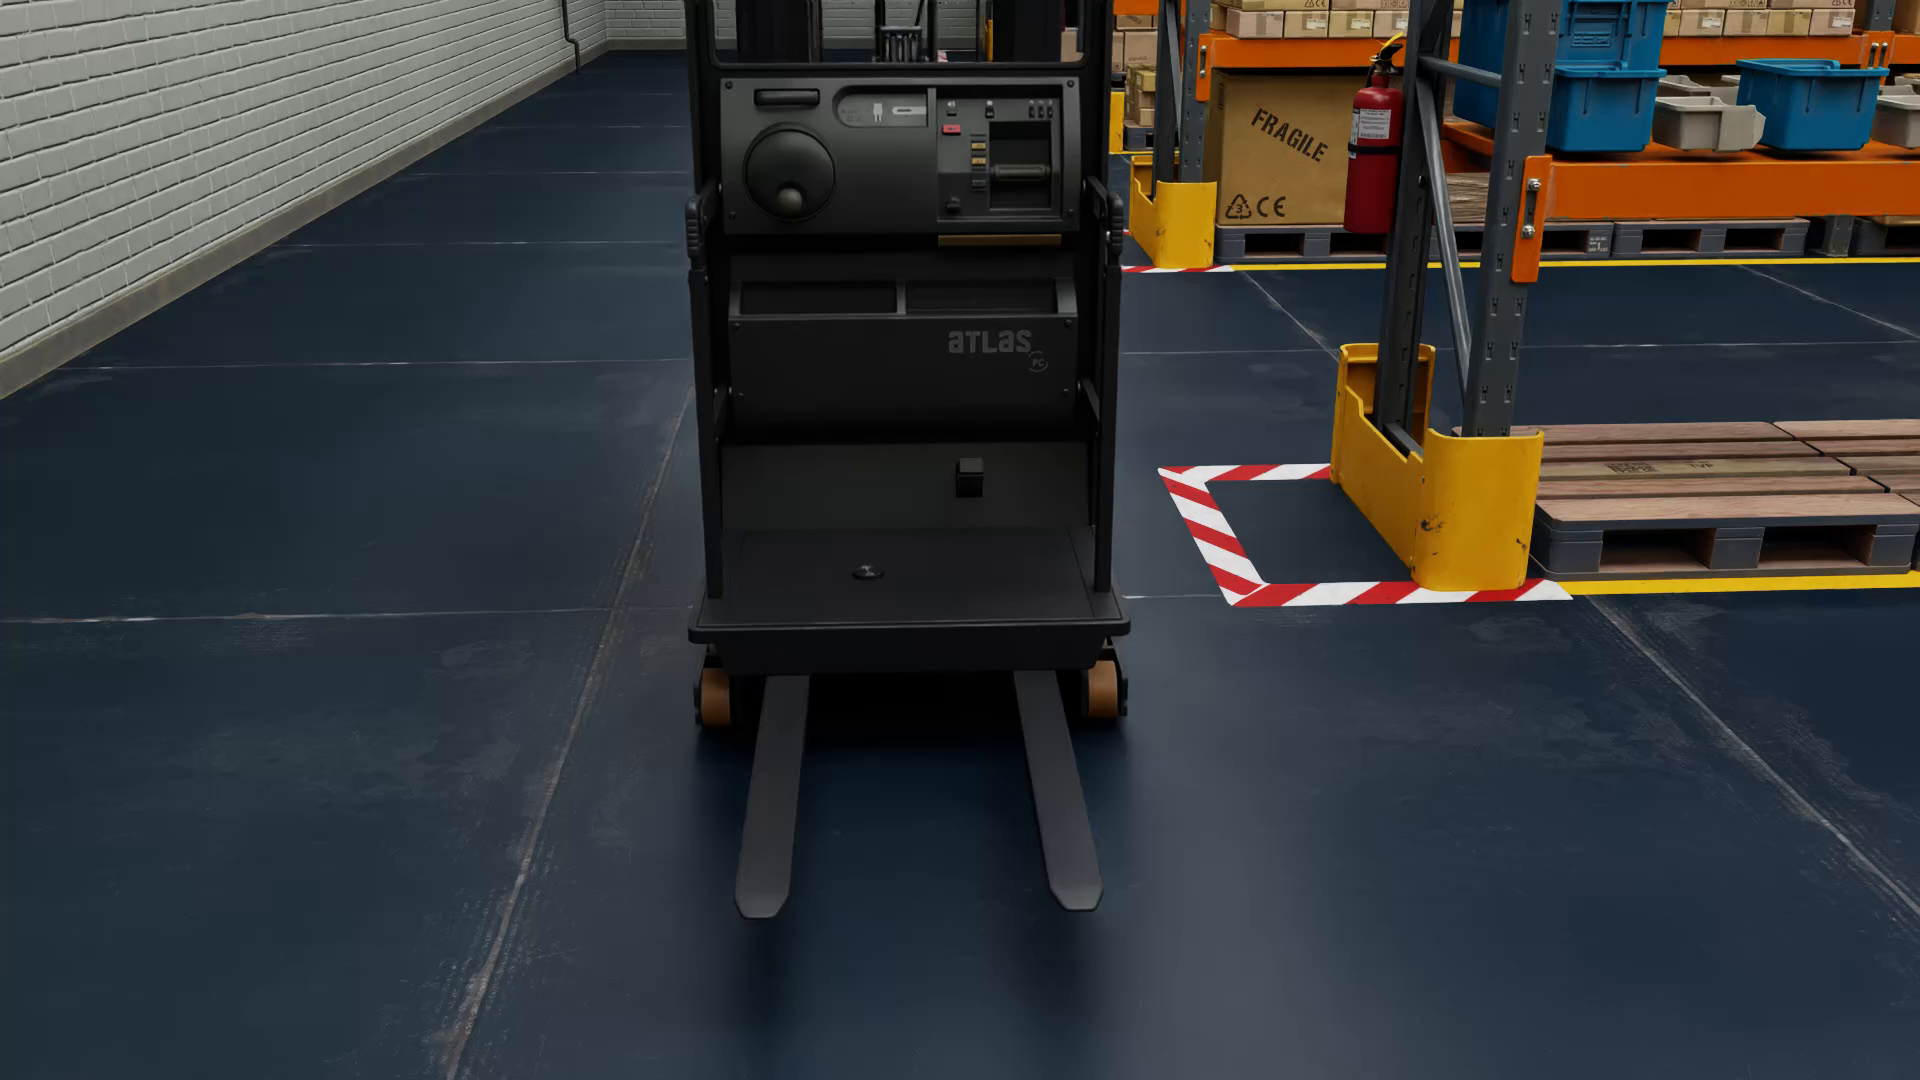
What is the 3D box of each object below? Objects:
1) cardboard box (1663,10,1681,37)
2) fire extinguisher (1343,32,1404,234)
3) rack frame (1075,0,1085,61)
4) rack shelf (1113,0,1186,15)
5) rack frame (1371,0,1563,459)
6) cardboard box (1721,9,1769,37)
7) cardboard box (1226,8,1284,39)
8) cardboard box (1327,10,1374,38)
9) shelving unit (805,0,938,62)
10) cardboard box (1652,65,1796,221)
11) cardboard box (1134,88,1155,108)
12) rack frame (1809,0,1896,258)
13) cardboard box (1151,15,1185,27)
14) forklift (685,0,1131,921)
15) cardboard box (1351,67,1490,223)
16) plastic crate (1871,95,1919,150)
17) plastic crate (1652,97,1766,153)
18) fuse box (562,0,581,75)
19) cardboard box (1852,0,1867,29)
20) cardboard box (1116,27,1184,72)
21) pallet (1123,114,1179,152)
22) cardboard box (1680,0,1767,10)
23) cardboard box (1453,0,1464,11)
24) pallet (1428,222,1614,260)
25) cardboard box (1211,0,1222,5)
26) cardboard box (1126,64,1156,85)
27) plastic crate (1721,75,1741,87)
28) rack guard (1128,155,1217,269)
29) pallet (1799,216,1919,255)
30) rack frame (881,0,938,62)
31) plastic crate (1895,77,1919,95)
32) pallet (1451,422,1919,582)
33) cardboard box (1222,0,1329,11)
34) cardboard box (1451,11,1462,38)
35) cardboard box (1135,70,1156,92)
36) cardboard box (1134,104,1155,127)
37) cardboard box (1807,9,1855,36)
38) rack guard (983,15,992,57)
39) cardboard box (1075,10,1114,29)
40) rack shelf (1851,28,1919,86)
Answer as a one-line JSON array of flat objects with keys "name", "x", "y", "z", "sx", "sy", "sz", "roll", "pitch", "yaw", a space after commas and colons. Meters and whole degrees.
[{"name": "cardboard box", "x": 4.006, "y": -3.035, "z": 9.729, "sx": 0.250, "sy": 0.149, "sz": 0.380, "roll": -1, "pitch": 21, "yaw": -2}, {"name": "fire extinguisher", "x": 1.432, "y": -1.403, "z": 5.723, "sx": 0.183, "sy": 0.674, "sz": 0.296, "roll": -1, "pitch": 21, "yaw": -3}, {"name": "rack frame", "x": 1.143, "y": -4.978, "z": 14.481, "sx": 0.127, "sy": 3.000, "sz": 1.000, "roll": -1, "pitch": 21, "yaw": -3}, {"name": "rack shelf", "x": 3.140, "y": -4.683, "z": 14.716, "sx": 4.000, "sy": 0.370, "sz": 1.077, "roll": -1, "pitch": 21, "yaw": -3}, {"name": "rack frame", "x": 1.608, "y": -1.455, "z": 5.227, "sx": 0.127, "sy": 3.000, "sz": 1.000, "roll": -1, "pitch": 21, "yaw": -3}, {"name": "cardboard box", "x": 4.520, "y": -3.045, "z": 9.757, "sx": 0.250, "sy": 0.149, "sz": 0.380, "roll": -2, "pitch": 21, "yaw": -4}, {"name": "cardboard box", "x": 1.699, "y": -2.987, "z": 9.604, "sx": 0.250, "sy": 0.149, "sz": 0.380, "roll": -1, "pitch": 21, "yaw": -2}, {"name": "cardboard box", "x": 2.211, "y": -2.998, "z": 9.633, "sx": 0.250, "sy": 0.149, "sz": 0.380, "roll": -2, "pitch": 21, "yaw": -4}, {"name": "shelving unit", "x": -0.394, "y": -1.260, "z": 5.979, "sx": 0.503, "sy": 2.100, "sz": 0.431, "roll": -13, "pitch": 24, "yaw": -30}, {"name": "cardboard box", "x": 4.656, "y": -2.514, "z": 10.404, "sx": 0.875, "sy": 0.875, "sz": 0.875, "roll": -1, "pitch": 21, "yaw": -3}, {"name": "cardboard box", "x": 1.681, "y": -3.901, "z": 14.649, "sx": 0.250, "sy": 0.149, "sz": 0.380, "roll": 0, "pitch": 21, "yaw": -1}, {"name": "rack frame", "x": 5.319, "y": -3.296, "z": 10.062, "sx": 0.127, "sy": 3.000, "sz": 1.000, "roll": -1, "pitch": 21, "yaw": -3}, {"name": "cardboard box", "x": 2.981, "y": -7.529, "z": 24.105, "sx": 0.500, "sy": 0.500, "sz": 0.700, "roll": -2, "pitch": 21, "yaw": -5}, {"name": "forklift", "x": -0.141, "y": -0.994, "z": 4.112, "sx": 1.130, "sy": 2.935, "sz": 3.031, "roll": -1, "pitch": 21, "yaw": -2}, {"name": "cardboard box", "x": 2.869, "y": -2.478, "z": 10.309, "sx": 0.875, "sy": 0.875, "sz": 0.875, "roll": -1, "pitch": 21, "yaw": -3}, {"name": "plastic crate", "x": 2.876, "y": -1.239, "z": 4.945, "sx": 0.298, "sy": 0.136, "sz": 0.250, "roll": -1, "pitch": 21, "yaw": -3}, {"name": "plastic crate", "x": 2.199, "y": -1.225, "z": 4.909, "sx": 0.298, "sy": 0.136, "sz": 0.250, "roll": -1, "pitch": 21, "yaw": -3}, {"name": "fuse box", "x": -4.842, "y": -6.759, "z": 20.969, "sx": 0.414, "sy": 1.711, "sz": 0.539, "roll": -1, "pitch": 21, "yaw": -3}, {"name": "cardboard box", "x": 5.771, "y": -3.449, "z": 10.324, "sx": 0.500, "sy": 0.500, "sz": 0.500, "roll": -1, "pitch": 21, "yaw": -3}, {"name": "cardboard box", "x": 2.326, "y": -5.804, "z": 19.661, "sx": 0.875, "sy": 0.438, "sz": 0.875, "roll": -1, "pitch": 21, "yaw": -2}, {"name": "pallet", "x": 2.032, "y": -3.681, "z": 14.992, "sx": 1.213, "sy": 0.211, "sz": 1.003, "roll": -1, "pitch": 21, "yaw": -3}, {"name": "cardboard box", "x": 4.377, "y": -3.251, "z": 9.737, "sx": 0.500, "sy": 0.250, "sz": 0.500, "roll": -1, "pitch": 21, "yaw": -1}, {"name": "cardboard box", "x": 2.841, "y": -3.219, "z": 9.653, "sx": 0.500, "sy": 0.250, "sz": 0.500, "roll": -2, "pitch": 21, "yaw": -5}, {"name": "pallet", "x": 3.335, "y": -1.979, "z": 10.522, "sx": 1.213, "sy": 0.211, "sz": 1.003, "roll": -1, "pitch": 21, "yaw": -3}, {"name": "cardboard box", "x": 1.794, "y": -3.387, "z": 10.095, "sx": 0.500, "sy": 0.250, "sz": 0.500, "roll": -1, "pitch": 21, "yaw": -4}, {"name": "cardboard box", "x": 1.658, "y": -4.221, "z": 15.073, "sx": 0.250, "sy": 0.149, "sz": 0.380, "roll": -1, "pitch": 21, "yaw": -2}, {"name": "plastic crate", "x": 2.702, "y": -1.441, "z": 5.478, "sx": 0.243, "sy": 0.136, "sz": 0.396, "roll": -1, "pitch": 21, "yaw": -3}, {"name": "rack guard", "x": 1.302, "y": -2.046, "z": 10.292, "sx": 0.348, "sy": 0.500, "sz": 1.175, "roll": -1, "pitch": 21, "yaw": -3}, {"name": "pallet", "x": 6.085, "y": -2.035, "z": 10.669, "sx": 1.213, "sy": 0.211, "sz": 1.003, "roll": -1, "pitch": 21, "yaw": -3}, {"name": "rack frame", "x": -0.187, "y": -1.306, "z": 6.100, "sx": 0.015, "sy": 2.100, "sz": 0.400, "roll": -13, "pitch": 24, "yaw": -30}, {"name": "plastic crate", "x": 3.274, "y": -1.468, "z": 5.548, "sx": 0.250, "sy": 0.136, "sz": 0.298, "roll": -1, "pitch": 21, "yaw": -3}, {"name": "pallet", "x": 2.434, "y": -0.155, "z": 5.731, "sx": 1.213, "sy": 0.211, "sz": 1.003, "roll": -1, "pitch": 21, "yaw": -3}, {"name": "cardboard box", "x": 1.820, "y": -3.197, "z": 9.596, "sx": 0.500, "sy": 0.250, "sz": 0.500, "roll": -2, "pitch": 21, "yaw": -4}, {"name": "cardboard box", "x": 2.725, "y": -3.009, "z": 9.661, "sx": 0.250, "sy": 0.149, "sz": 0.380, "roll": -2, "pitch": 21, "yaw": -4}, {"name": "cardboard box", "x": 1.686, "y": -4.010, "z": 14.519, "sx": 0.250, "sy": 0.149, "sz": 0.380, "roll": -2, "pitch": 21, "yaw": -6}, {"name": "cardboard box", "x": 1.685, "y": -3.739, "z": 14.643, "sx": 0.250, "sy": 0.149, "sz": 0.380, "roll": -1, "pitch": 21, "yaw": -2}, {"name": "cardboard box", "x": 5.034, "y": -3.056, "z": 9.784, "sx": 0.250, "sy": 0.149, "sz": 0.380, "roll": -1, "pitch": 21, "yaw": -3}, {"name": "rack guard", "x": 0.549, "y": -7.331, "z": 24.174, "sx": 0.348, "sy": 0.500, "sz": 1.175, "roll": -1, "pitch": 21, "yaw": -3}, {"name": "cardboard box", "x": 1.945, "y": -7.508, "z": 24.049, "sx": 0.500, "sy": 0.500, "sz": 0.700, "roll": 0, "pitch": 21, "yaw": -1}, {"name": "rack shelf", "x": 7.316, "y": -3.000, "z": 10.296, "sx": 4.000, "sy": 0.370, "sz": 1.077, "roll": -1, "pitch": 21, "yaw": -3}]
